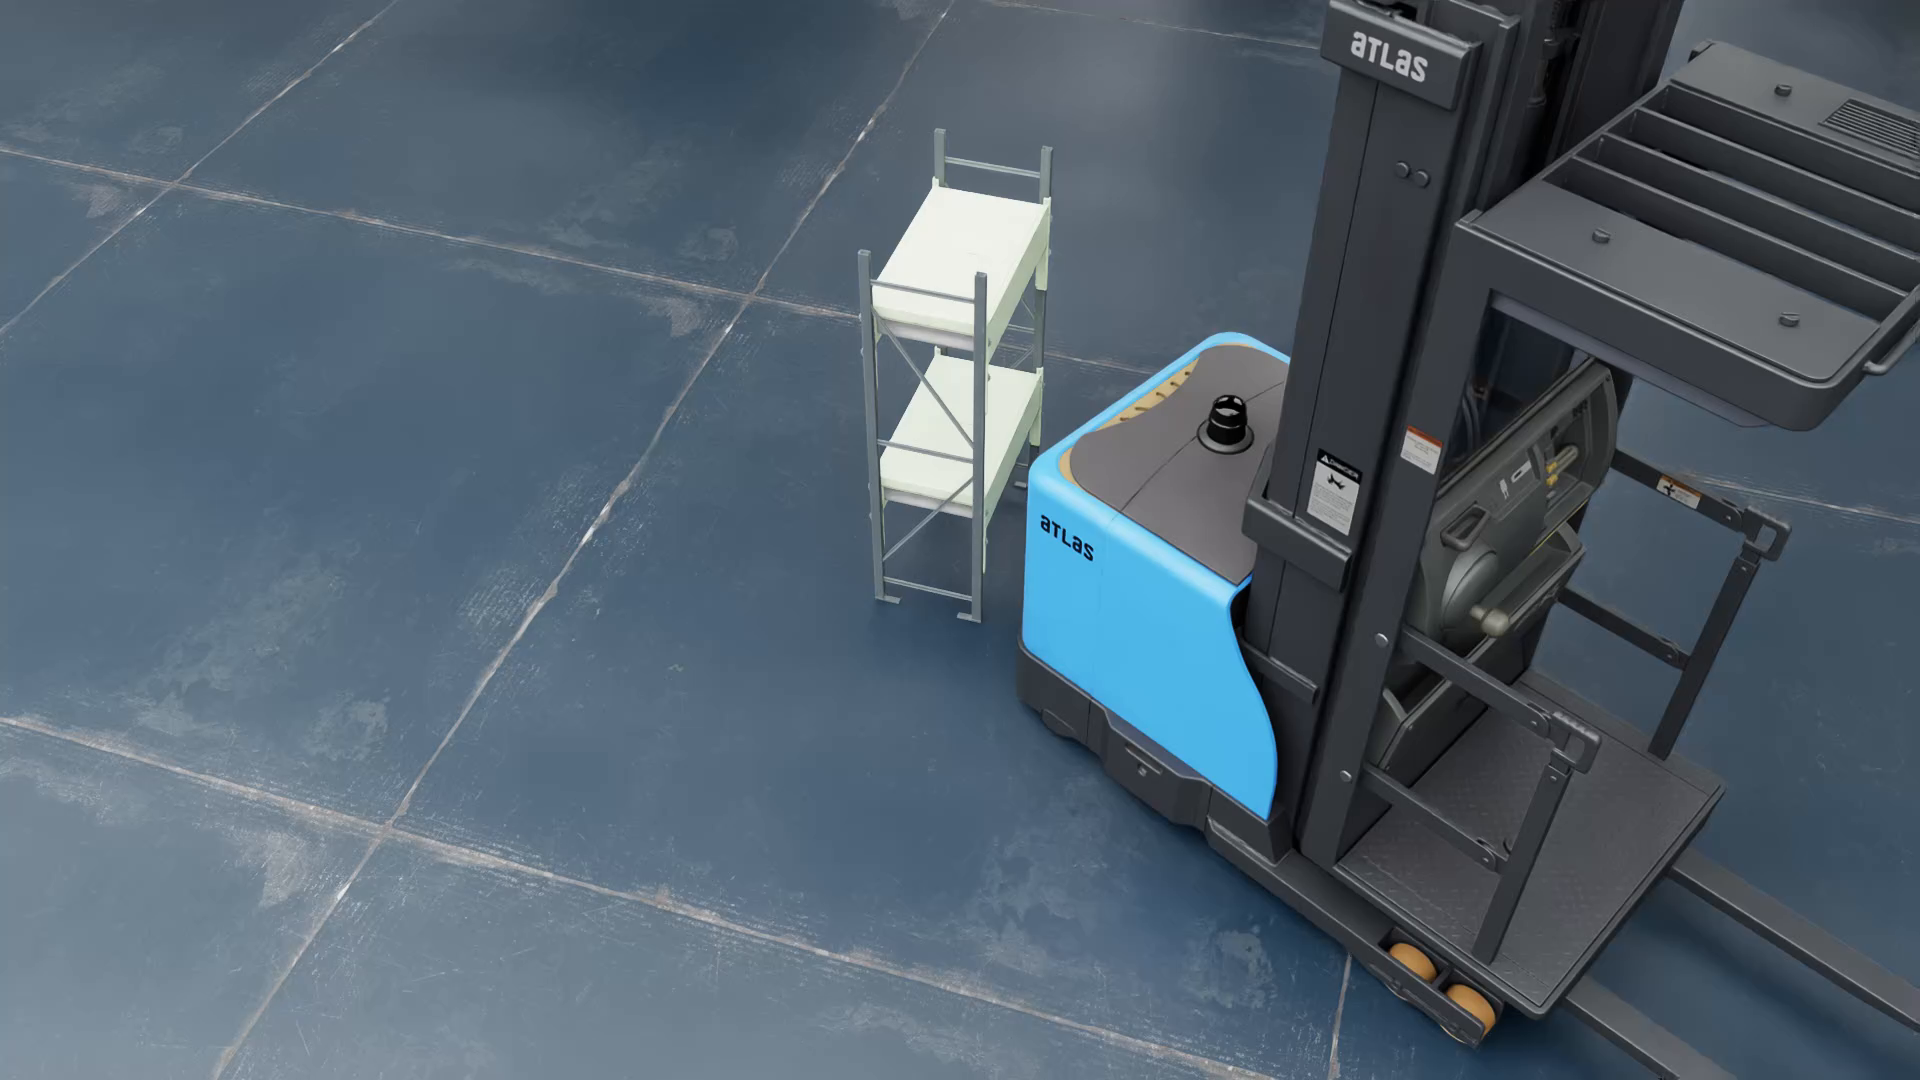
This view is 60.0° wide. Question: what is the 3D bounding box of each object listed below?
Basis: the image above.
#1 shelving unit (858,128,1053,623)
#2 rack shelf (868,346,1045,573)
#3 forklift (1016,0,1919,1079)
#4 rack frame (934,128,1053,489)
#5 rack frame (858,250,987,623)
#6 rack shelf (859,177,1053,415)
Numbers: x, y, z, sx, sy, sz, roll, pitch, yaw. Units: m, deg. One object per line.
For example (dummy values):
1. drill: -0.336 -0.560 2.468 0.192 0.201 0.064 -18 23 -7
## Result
1. shelving unit: -0.002 -0.532 5.721 0.431 1.500 0.755 13 46 12
2. rack shelf: -0.002 -0.299 5.949 0.431 0.370 0.720 13 46 12
3. forklift: 1.593 -0.023 4.178 3.031 2.935 1.130 34 54 30
4. rack frame: 0.109 -0.776 5.970 0.400 1.500 0.023 13 46 12
5. rack frame: -0.113 -0.288 5.472 0.400 1.500 0.023 13 46 12
6. rack shelf: -0.002 -0.811 5.448 0.431 0.370 0.720 13 46 12
